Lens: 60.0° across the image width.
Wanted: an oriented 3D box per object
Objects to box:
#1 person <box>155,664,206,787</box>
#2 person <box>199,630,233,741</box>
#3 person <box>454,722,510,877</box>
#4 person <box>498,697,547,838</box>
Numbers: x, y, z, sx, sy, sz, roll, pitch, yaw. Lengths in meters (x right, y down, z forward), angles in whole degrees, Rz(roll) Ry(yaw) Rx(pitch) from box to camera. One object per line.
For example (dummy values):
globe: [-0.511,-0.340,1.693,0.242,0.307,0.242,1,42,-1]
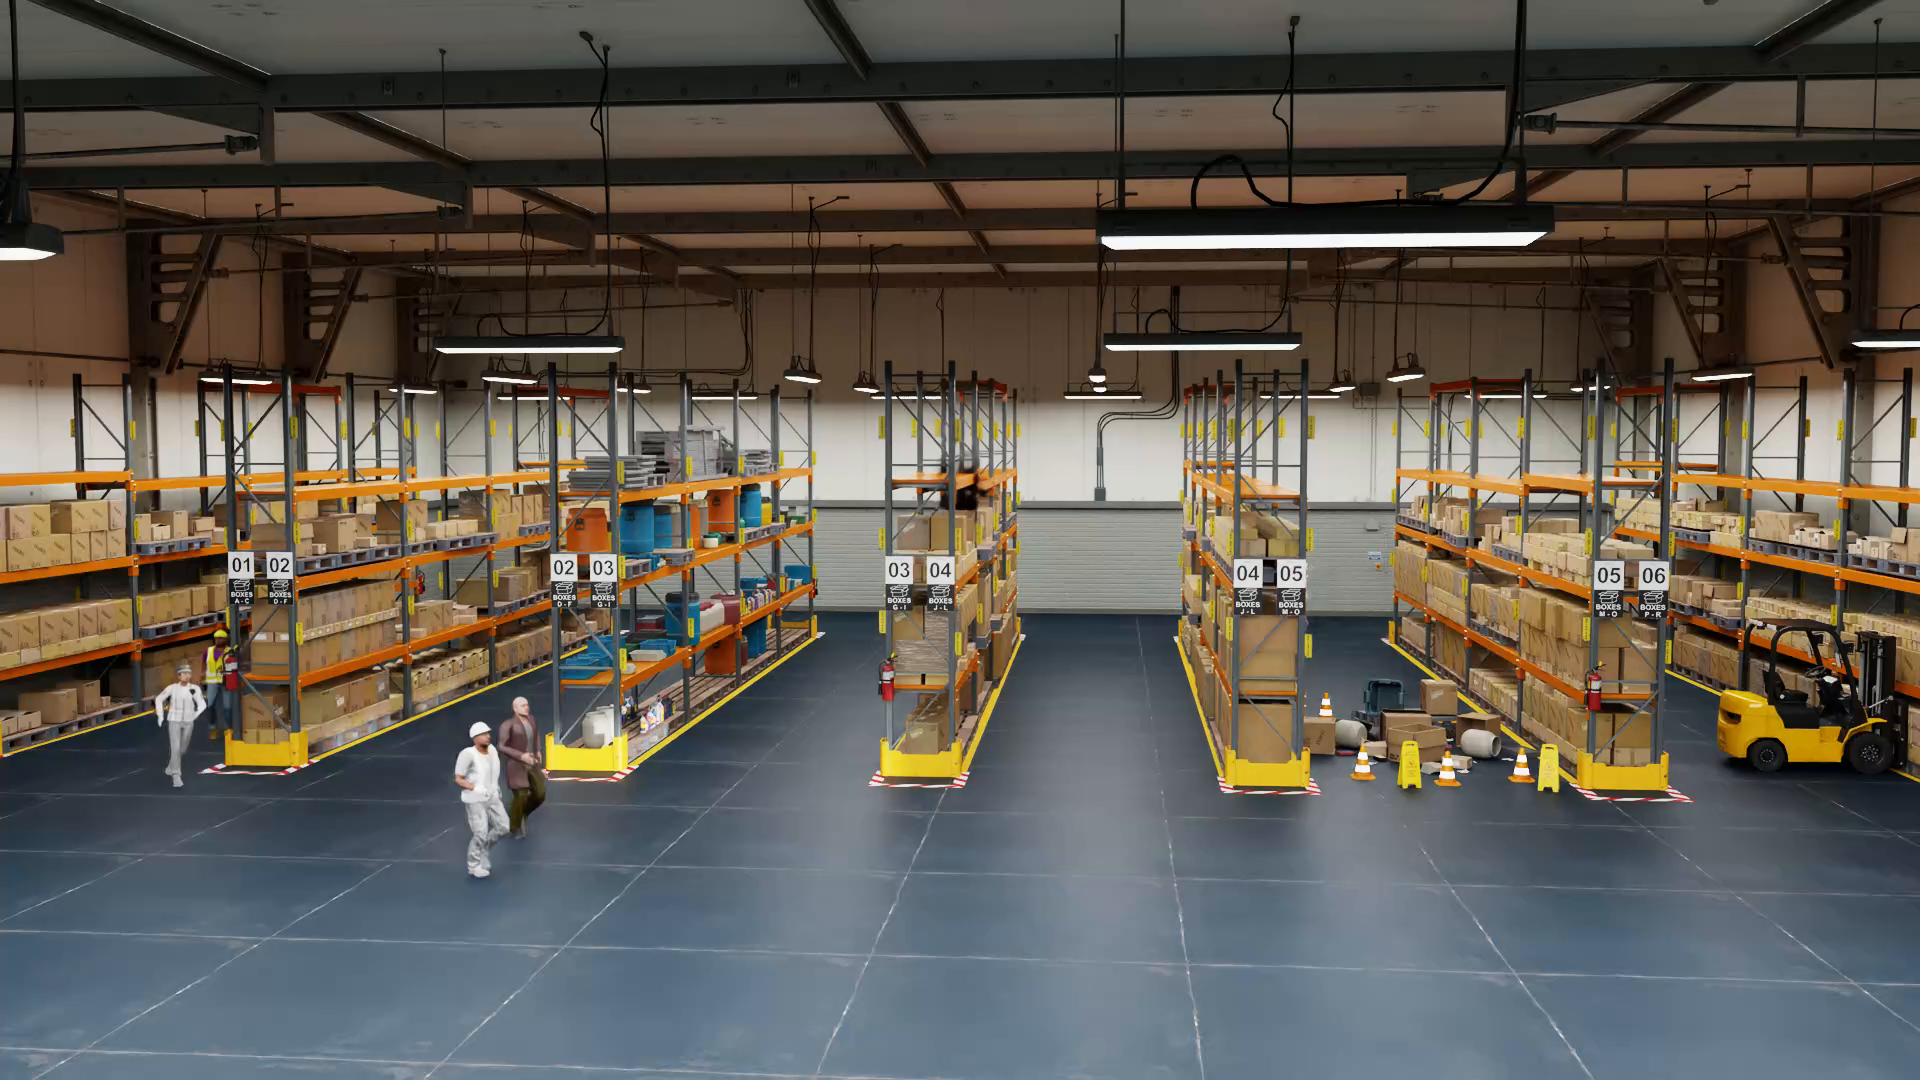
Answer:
person: [-11.084,2.616,23.707,0.649,1.684,0.792,-3,5,-34]
person: [-11.999,2.353,26.951,0.670,1.801,0.728,-1,4,-10]
person: [-5.310,2.900,18.566,0.571,1.741,0.682,2,4,30]
person: [-5.337,2.787,20.417,0.639,1.741,0.742,2,5,33]
